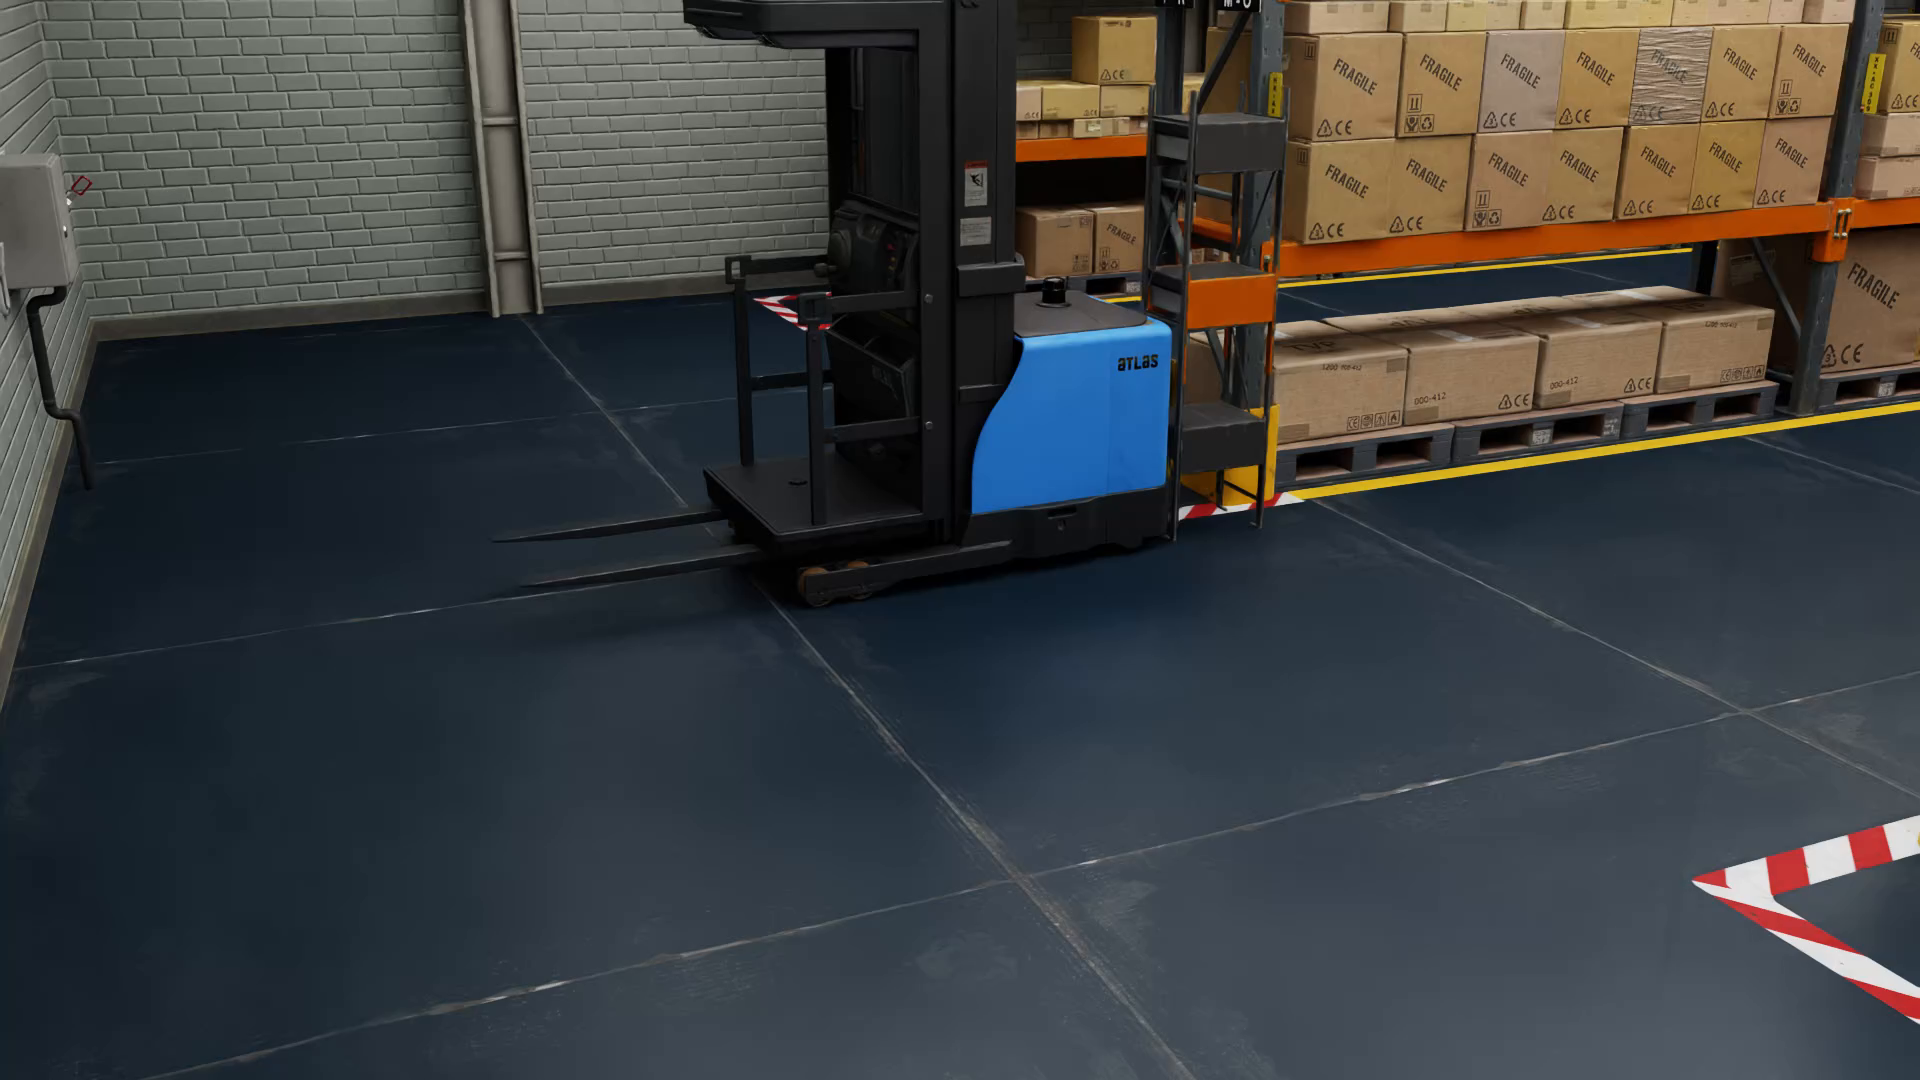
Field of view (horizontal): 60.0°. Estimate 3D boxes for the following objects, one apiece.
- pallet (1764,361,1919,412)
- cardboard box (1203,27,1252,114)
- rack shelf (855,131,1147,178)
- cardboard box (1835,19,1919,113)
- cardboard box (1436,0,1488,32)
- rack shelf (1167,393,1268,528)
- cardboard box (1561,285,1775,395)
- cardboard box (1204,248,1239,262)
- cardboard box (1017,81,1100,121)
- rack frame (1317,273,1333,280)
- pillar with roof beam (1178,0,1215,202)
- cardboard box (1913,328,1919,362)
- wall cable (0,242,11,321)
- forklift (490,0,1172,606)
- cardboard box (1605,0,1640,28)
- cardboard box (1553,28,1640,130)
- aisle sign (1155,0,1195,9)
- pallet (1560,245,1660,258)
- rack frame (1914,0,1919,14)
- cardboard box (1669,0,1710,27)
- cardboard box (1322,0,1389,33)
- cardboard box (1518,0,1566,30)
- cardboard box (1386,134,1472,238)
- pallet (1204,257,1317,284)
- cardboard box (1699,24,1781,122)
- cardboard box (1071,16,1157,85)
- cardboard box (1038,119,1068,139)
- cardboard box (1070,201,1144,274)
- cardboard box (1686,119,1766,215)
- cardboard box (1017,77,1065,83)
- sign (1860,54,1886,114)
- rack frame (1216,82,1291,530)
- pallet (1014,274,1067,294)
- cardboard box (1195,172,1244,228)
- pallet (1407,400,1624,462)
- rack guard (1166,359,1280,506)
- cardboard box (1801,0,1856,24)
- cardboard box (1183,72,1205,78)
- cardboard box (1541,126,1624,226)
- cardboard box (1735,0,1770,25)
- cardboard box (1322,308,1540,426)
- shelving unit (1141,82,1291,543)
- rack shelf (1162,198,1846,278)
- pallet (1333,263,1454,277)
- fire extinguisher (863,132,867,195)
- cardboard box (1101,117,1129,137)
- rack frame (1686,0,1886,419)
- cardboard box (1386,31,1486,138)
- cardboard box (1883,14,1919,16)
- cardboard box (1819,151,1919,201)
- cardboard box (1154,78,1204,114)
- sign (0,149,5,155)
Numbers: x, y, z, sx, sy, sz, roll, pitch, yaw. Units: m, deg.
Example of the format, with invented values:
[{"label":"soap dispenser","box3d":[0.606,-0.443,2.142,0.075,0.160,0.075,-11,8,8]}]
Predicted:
[{"label":"pallet","box3d":[5.637,-1.121,10.889,1.213,0.211,1.003,-8,21,-22]},{"label":"cardboard box","box3d":[1.634,-2.441,8.781,0.500,0.500,0.500,-7,21,-20]},{"label":"rack shelf","box3d":[1.152,-3.223,13.742,4.000,0.370,1.077,-8,21,-22]},{"label":"cardboard box","box3d":[5.476,-2.801,9.805,0.500,0.500,0.500,-8,21,-21]},{"label":"cardboard box","box3d":[2.452,-2.668,8.451,0.250,0.149,0.380,-9,21,-24]},{"label":"rack shelf","box3d":[1.174,-0.396,8.133,0.480,0.518,0.431,-8,21,-22]},{"label":"cardboard box","box3d":[4.339,-1.252,10.286,0.875,0.438,0.875,-8,21,-23]},{"label":"cardboard box","box3d":[2.265,-2.524,14.158,0.258,0.266,0.396,-7,21,-20]},{"label":"cardboard box","box3d":[0.766,-3.480,13.168,0.500,0.250,0.500,-9,21,-23]},{"label":"rack frame","box3d":[2.988,-3.825,14.370,0.127,3.000,1.000,-8,21,-22]},{"label":"pillar with roof beam","box3d":[3.697,-5.525,10.165,0.400,9.000,9.100,-8,21,-22]},{"label":"cardboard box","box3d":[6.322,-1.735,11.000,0.875,0.875,0.875,-8,21,-20]},{"label":"wall cable","box3d":[-4.456,-1.947,7.506,0.122,1.984,0.588,-8,21,-22]},{"label":"forklift","box3d":[-0.572,-1.295,7.286,3.031,2.935,1.130,-9,21,-23]},{"label":"cardboard box","box3d":[3.383,-2.813,8.863,0.250,0.149,0.380,-8,21,-22]},{"label":"cardboard box","box3d":[3.238,-2.487,8.913,0.500,0.500,0.500,-8,21,-22]},{"label":"aisle sign","box3d":[1.096,-3.097,8.388,0.004,0.787,0.394,-8,21,-22]},{"label":"pallet","box3d":[5.961,-2.949,16.081,1.213,0.211,1.003,-8,21,-22]},{"label":"rack frame","box3d":[10.334,-4.878,17.359,0.127,3.000,1.000,-8,21,-22]},{"label":"cardboard box","box3d":[3.842,-2.885,9.067,0.250,0.149,0.380,-8,21,-22]},{"label":"cardboard box","box3d":[1.933,-2.629,8.340,0.250,0.149,0.380,-8,21,-21]},{"label":"cardboard box","box3d":[2.918,-2.739,8.652,0.250,0.149,0.380,-8,21,-21]},{"label":"cardboard box","box3d":[2.293,-1.884,8.705,0.500,0.500,0.500,-8,21,-23]},{"label":"pallet","box3d":[2.357,-2.420,14.577,1.213,0.211,1.003,-8,21,-22]},{"label":"cardboard box","box3d":[4.165,-2.620,9.291,0.500,0.500,0.500,-8,21,-23]},{"label":"cardboard box","box3d":[1.216,-3.897,13.223,0.500,0.500,0.500,-8,21,-21]},{"label":"cardboard box","box3d":[0.667,-3.284,13.211,0.250,0.149,0.380,-8,21,-21]},{"label":"cardboard box","box3d":[1.240,-2.509,13.764,0.500,0.500,0.500,-8,21,-21]},{"label":"cardboard box","box3d":[4.163,-2.151,9.464,0.500,0.500,0.500,-9,21,-23]},{"label":"cardboard box","box3d":[0.563,-3.641,13.625,0.500,0.250,0.500,-7,21,-20]},{"label":"sign","box3d":[5.179,-2.589,9.435,0.005,0.325,0.100,-8,21,-22]},{"label":"rack frame","box3d":[1.399,-1.102,7.989,0.015,2.100,0.400,-8,21,-22]},{"label":"pallet","box3d":[0.117,-2.099,13.666,1.213,0.211,1.003,-8,21,-22]},{"label":"cardboard box","box3d":[1.623,-1.977,8.970,0.500,0.500,0.500,-8,21,-22]},{"label":"pallet","box3d":[3.107,-0.759,9.859,1.213,0.211,1.003,-8,21,-22]},{"label":"rack guard","box3d":[1.263,-0.604,8.984,0.348,0.500,1.175,-8,21,-22]},{"label":"cardboard box","box3d":[4.801,-2.999,9.391,0.250,0.149,0.380,-9,21,-23]},{"label":"cardboard box","box3d":[1.969,-3.844,14.201,0.500,0.250,0.500,-8,21,-22]},{"label":"cardboard box","box3d":[3.221,-2.016,9.081,0.500,0.500,0.500,-7,21,-20]},{"label":"cardboard box","box3d":[4.283,-2.968,9.302,0.250,0.149,0.380,-8,21,-22]},{"label":"cardboard box","box3d":[2.689,-1.016,9.616,0.875,0.438,0.875,-8,21,-20]},{"label":"shelving unit","box3d":[1.176,-1.070,7.897,0.503,2.100,0.431,-8,21,-22]},{"label":"rack shelf","box3d":[3.122,-1.710,9.444,4.000,0.370,1.077,-8,21,-22]},{"label":"pallet","box3d":[3.720,-2.628,15.170,1.213,0.211,1.003,-8,21,-22]},{"label":"fire extinguisher","box3d":[-0.636,-2.926,12.495,0.183,0.674,0.296,-8,21,-22]},{"label":"cardboard box","box3d":[1.162,-3.335,13.356,0.250,0.149,0.380,-8,21,-21]},{"label":"rack frame","box3d":[4.958,-2.312,10.072,0.127,3.000,1.000,-8,21,-22]},{"label":"cardboard box","box3d":[2.310,-2.351,8.527,0.500,0.500,0.500,-9,21,-23]},{"label":"cardboard box","box3d":[6.214,-3.097,10.646,0.500,0.500,0.500,-7,21,-20]},{"label":"cardboard box","box3d":[5.467,-2.219,10.033,0.500,0.250,0.500,-9,21,-23]},{"label":"cardboard box","box3d":[1.700,-3.621,13.569,0.500,0.250,0.500,-8,21,-22]},{"label":"sign","box3d":[-4.967,-1.775,8.691,0.001,0.494,0.329,-8,21,-22]}]
